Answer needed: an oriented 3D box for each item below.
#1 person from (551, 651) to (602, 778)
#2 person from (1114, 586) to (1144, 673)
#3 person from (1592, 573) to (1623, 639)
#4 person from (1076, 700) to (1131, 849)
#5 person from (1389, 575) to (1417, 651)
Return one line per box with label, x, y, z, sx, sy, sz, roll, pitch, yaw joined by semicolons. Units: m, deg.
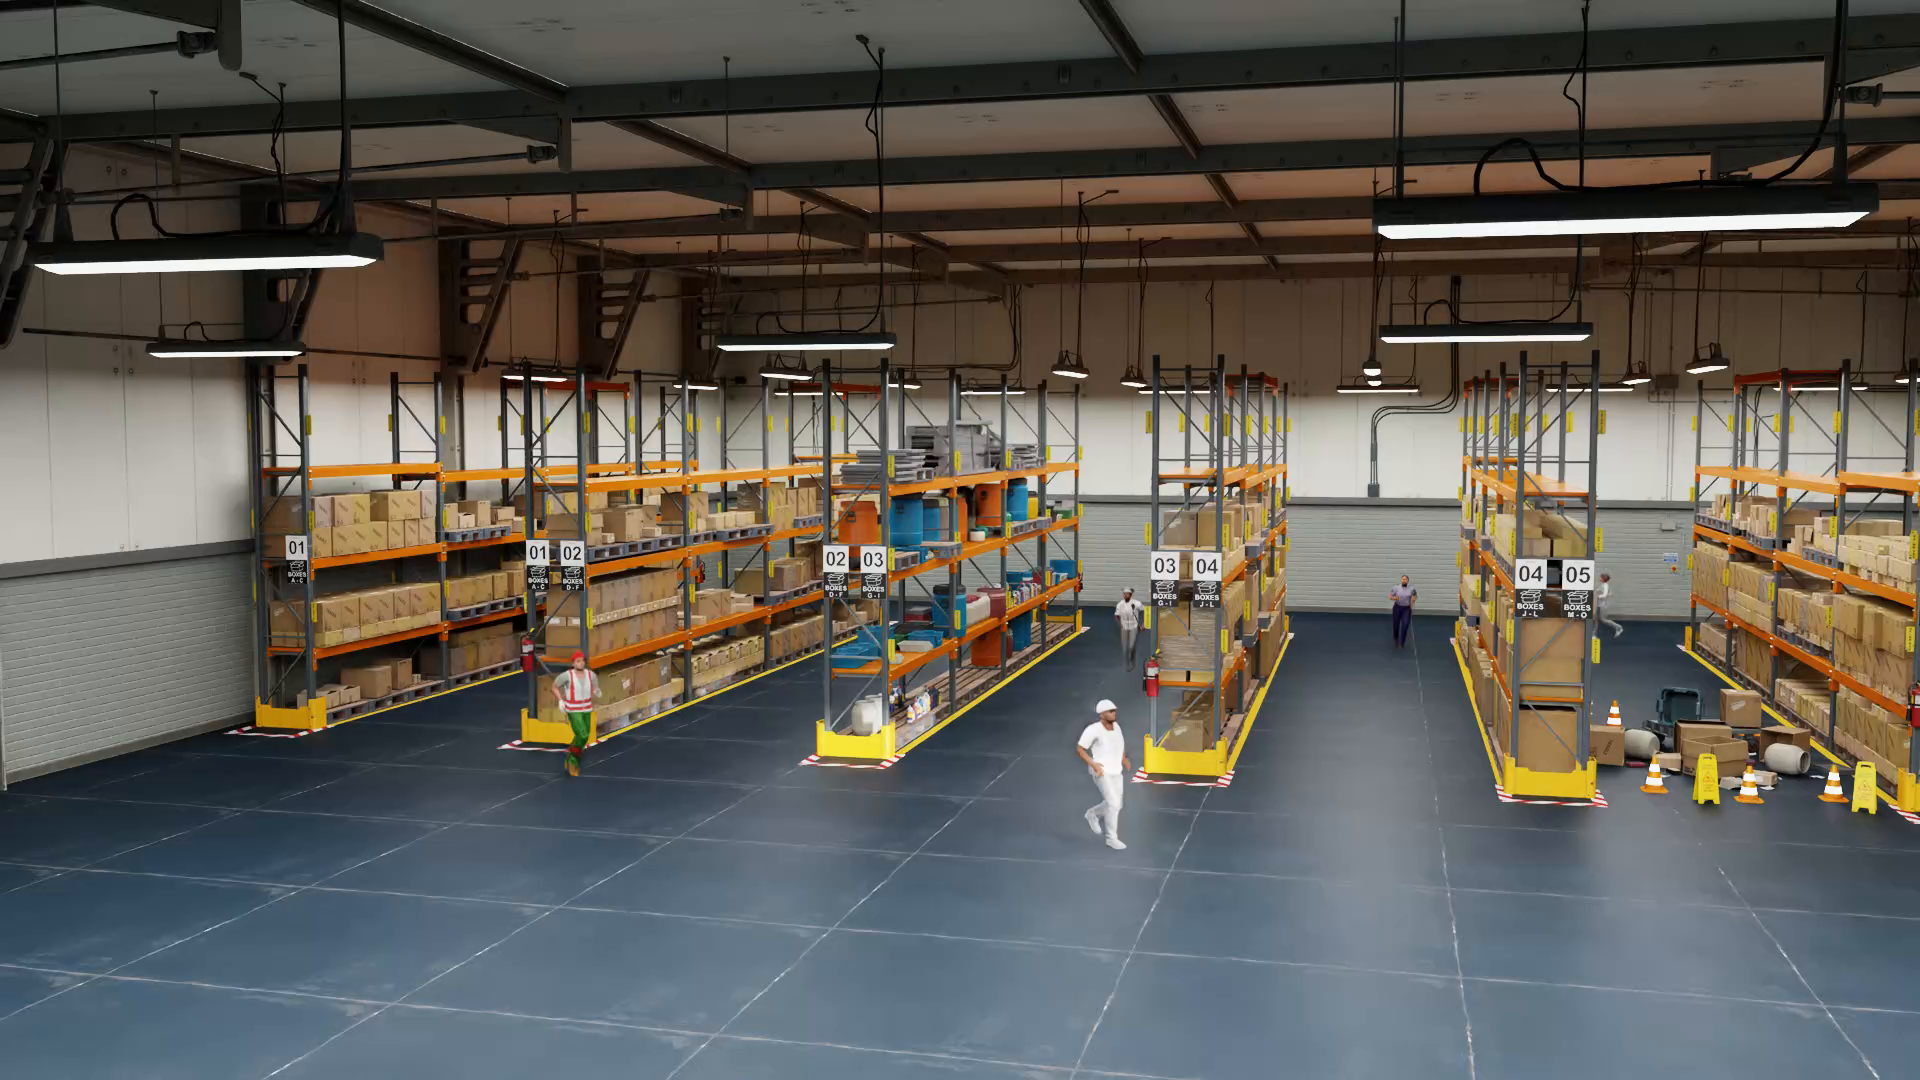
person;-5.415;2.487;23.755;0.619;1.809;0.713;-4;6;-45
person;3.232;1.711;31.621;0.602;1.682;0.683;1;4;17
person;14.941;1.542;38.579;0.857;1.574;0.545;1;4;11
person;1.704;2.767;19.817;0.708;1.746;0.714;-4;5;-44
person;9.909;1.621;37.224;0.608;1.668;0.876;1;4;16
